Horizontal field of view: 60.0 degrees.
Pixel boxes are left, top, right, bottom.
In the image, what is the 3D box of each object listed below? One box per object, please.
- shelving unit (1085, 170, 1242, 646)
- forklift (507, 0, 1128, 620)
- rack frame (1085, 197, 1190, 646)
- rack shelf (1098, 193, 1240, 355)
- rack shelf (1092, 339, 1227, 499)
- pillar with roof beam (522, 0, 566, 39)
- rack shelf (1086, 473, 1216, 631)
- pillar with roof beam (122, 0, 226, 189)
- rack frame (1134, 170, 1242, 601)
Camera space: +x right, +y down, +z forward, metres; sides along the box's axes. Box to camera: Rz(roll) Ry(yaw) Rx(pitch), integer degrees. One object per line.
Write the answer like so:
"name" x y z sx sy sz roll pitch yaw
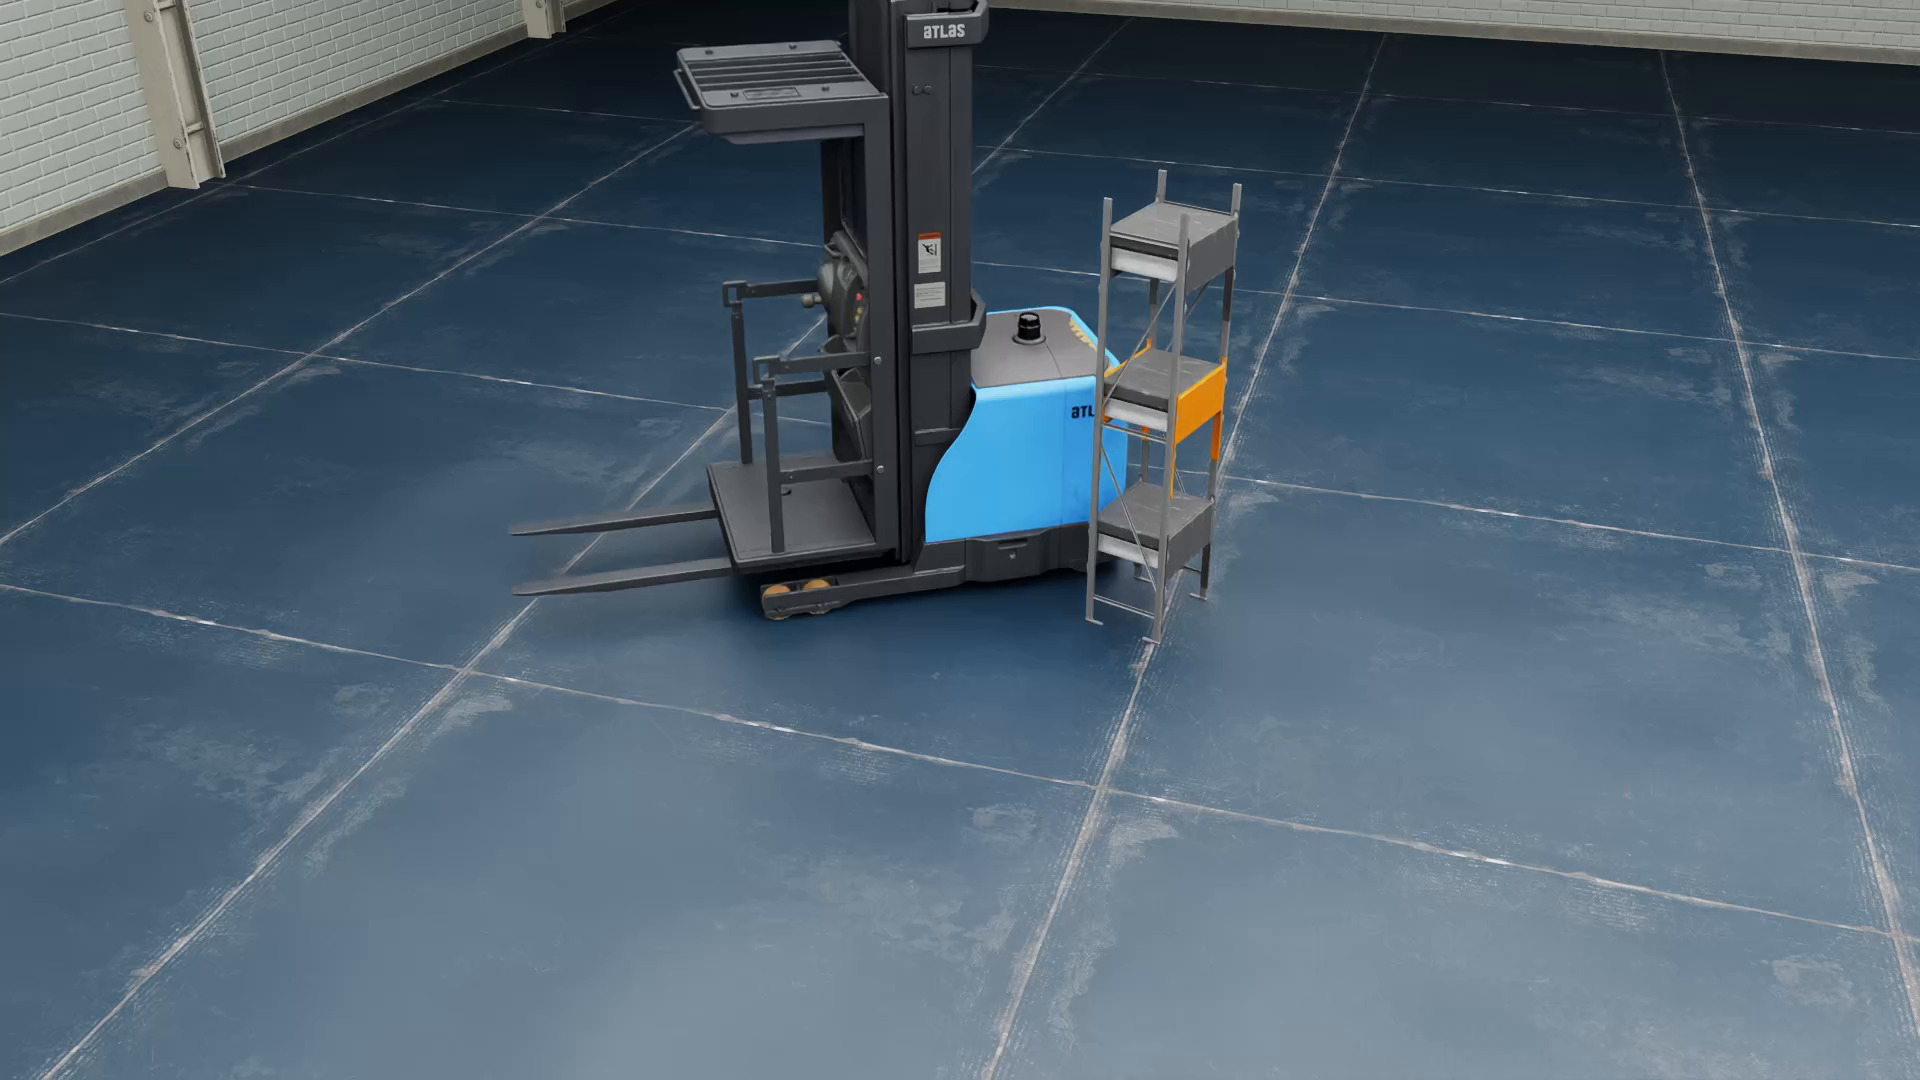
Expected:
"shelving unit" 0.914 -0.574 7.622 0.431 2.100 0.503 18 34 29
"forklift" -0.736 -1.178 7.852 3.031 2.935 1.130 -7 30 -13
"rack frame" 0.777 -0.476 7.445 0.400 2.100 0.015 18 34 29
"rack shelf" 0.914 -1.174 7.288 0.431 0.518 0.480 18 34 29
"rack shelf" 0.914 -0.562 7.628 0.431 0.518 0.480 18 34 29
"pillar with roof beam" -0.691 -9.194 16.021 9.100 9.000 0.400 8 30 15
"rack shelf" 0.914 0.050 7.969 0.431 0.518 0.480 18 34 29
"pillar with roof beam" -2.452 -6.406 11.009 9.100 9.000 0.400 8 30 15
"rack frame" 1.050 -0.672 7.798 0.400 2.100 0.015 18 34 29
